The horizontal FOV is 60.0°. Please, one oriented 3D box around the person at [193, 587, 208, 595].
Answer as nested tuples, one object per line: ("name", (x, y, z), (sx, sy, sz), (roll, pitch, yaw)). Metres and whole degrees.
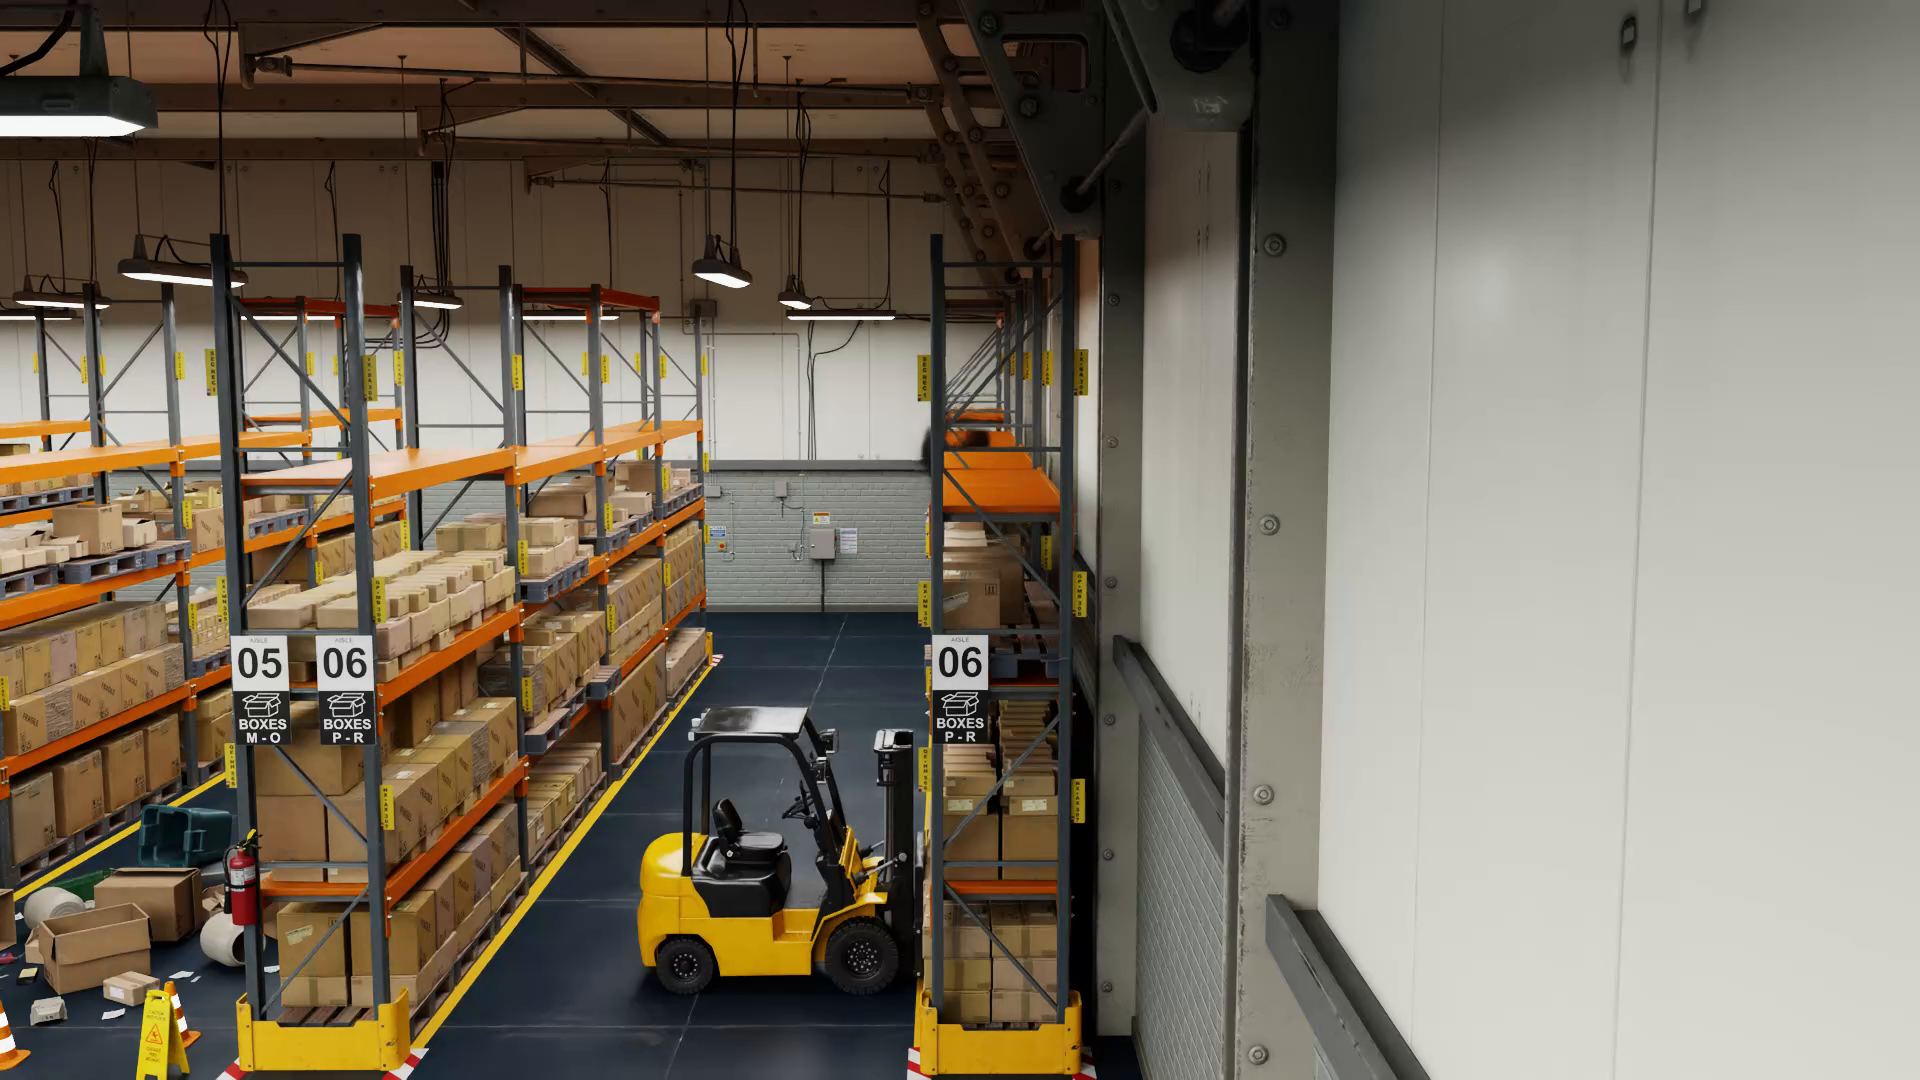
("person", (-11.548, 1.511, 25.775), (0.735, 1.663, 0.952), (1, 6, 6))
